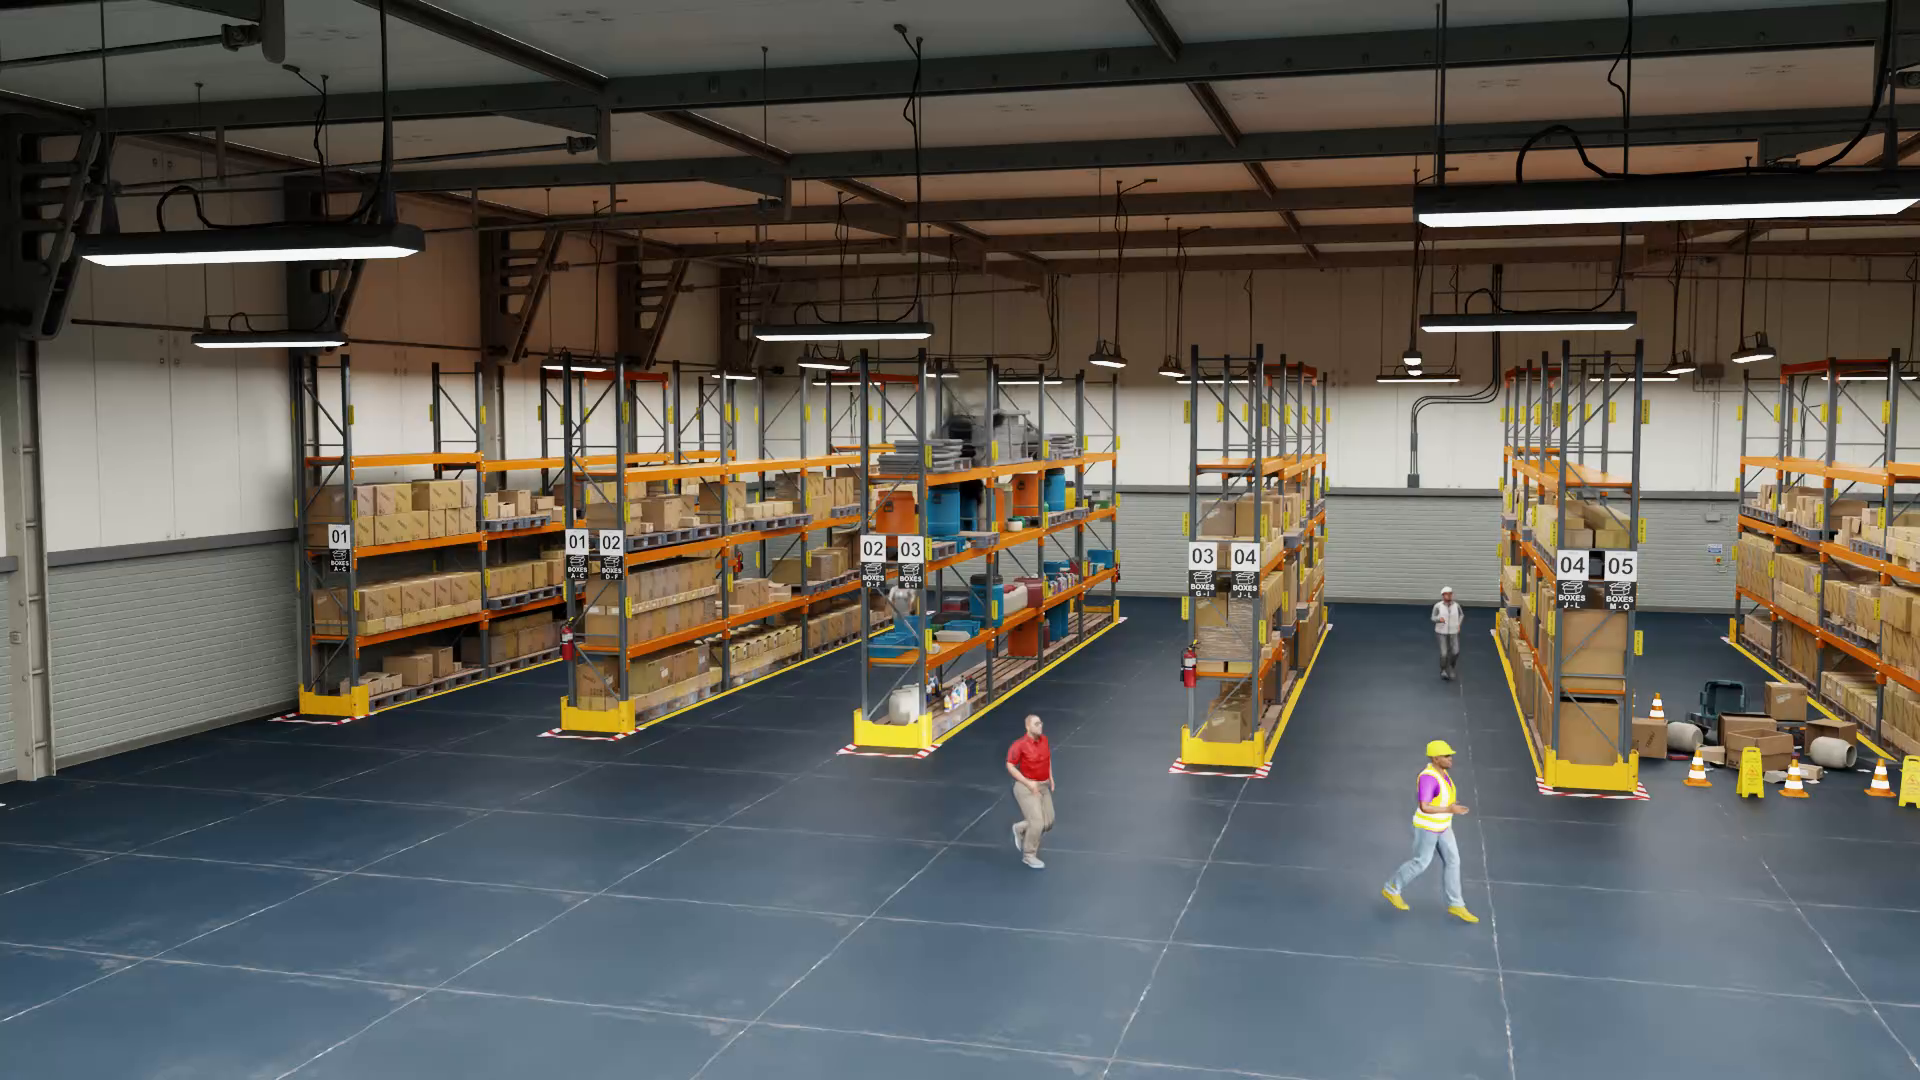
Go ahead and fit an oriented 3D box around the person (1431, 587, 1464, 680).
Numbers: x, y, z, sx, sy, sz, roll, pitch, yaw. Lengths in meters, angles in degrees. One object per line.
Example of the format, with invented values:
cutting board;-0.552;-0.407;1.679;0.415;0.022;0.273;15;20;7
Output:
person;9.242;1.769;31.463;0.642;1.767;0.647;1;4;7

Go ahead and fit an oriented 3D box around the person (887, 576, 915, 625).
person;-1.166;1.475;32.779;0.540;1.596;0.818;0;4;0

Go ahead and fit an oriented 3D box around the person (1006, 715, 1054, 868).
person;0.771;2.778;18.571;0.616;1.678;0.695;4;6;42

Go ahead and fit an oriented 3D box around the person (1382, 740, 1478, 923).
person;4.676;2.867;16.523;0.935;1.781;0.654;3;5;39
